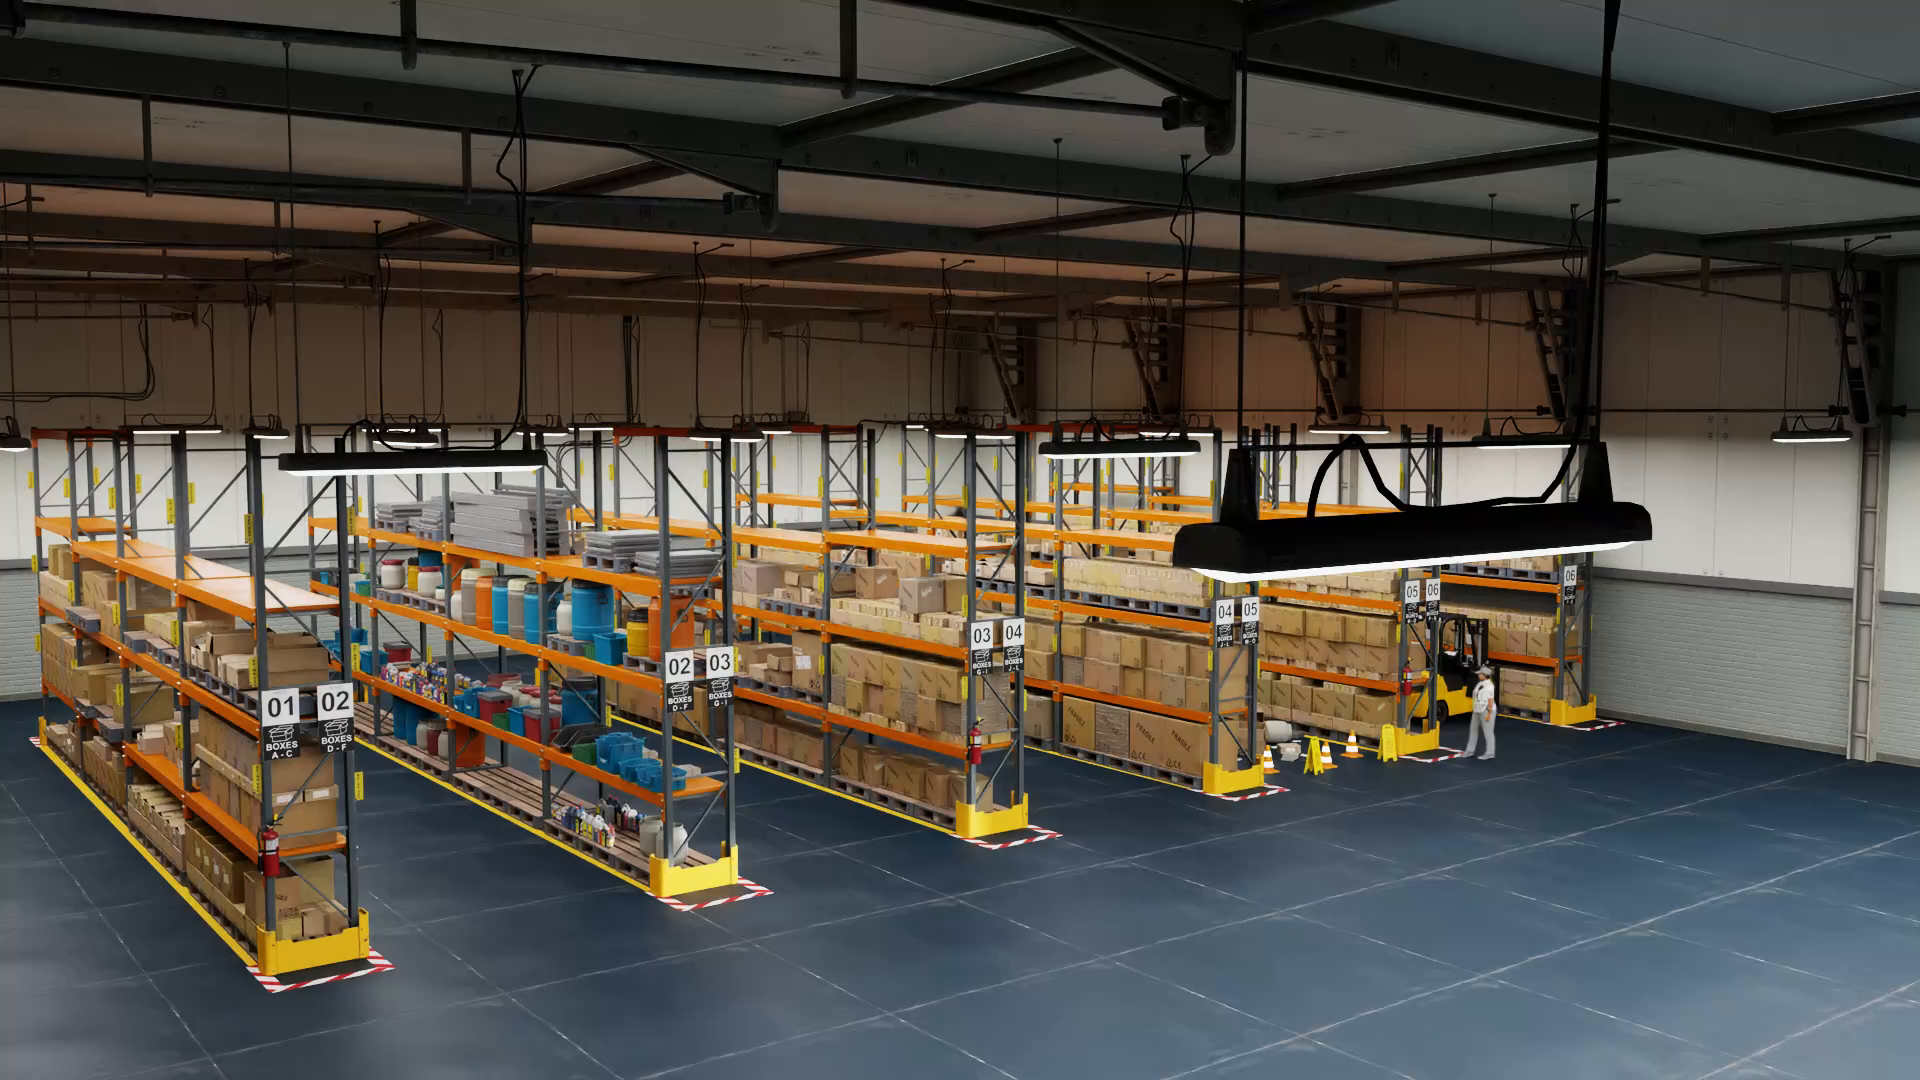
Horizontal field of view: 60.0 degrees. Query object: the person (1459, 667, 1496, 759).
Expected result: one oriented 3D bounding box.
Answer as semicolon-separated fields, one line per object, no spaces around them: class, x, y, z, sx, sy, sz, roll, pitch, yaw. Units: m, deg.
person;9.425;3.139;30.163;0.527;1.676;0.538;-2;5;-20
